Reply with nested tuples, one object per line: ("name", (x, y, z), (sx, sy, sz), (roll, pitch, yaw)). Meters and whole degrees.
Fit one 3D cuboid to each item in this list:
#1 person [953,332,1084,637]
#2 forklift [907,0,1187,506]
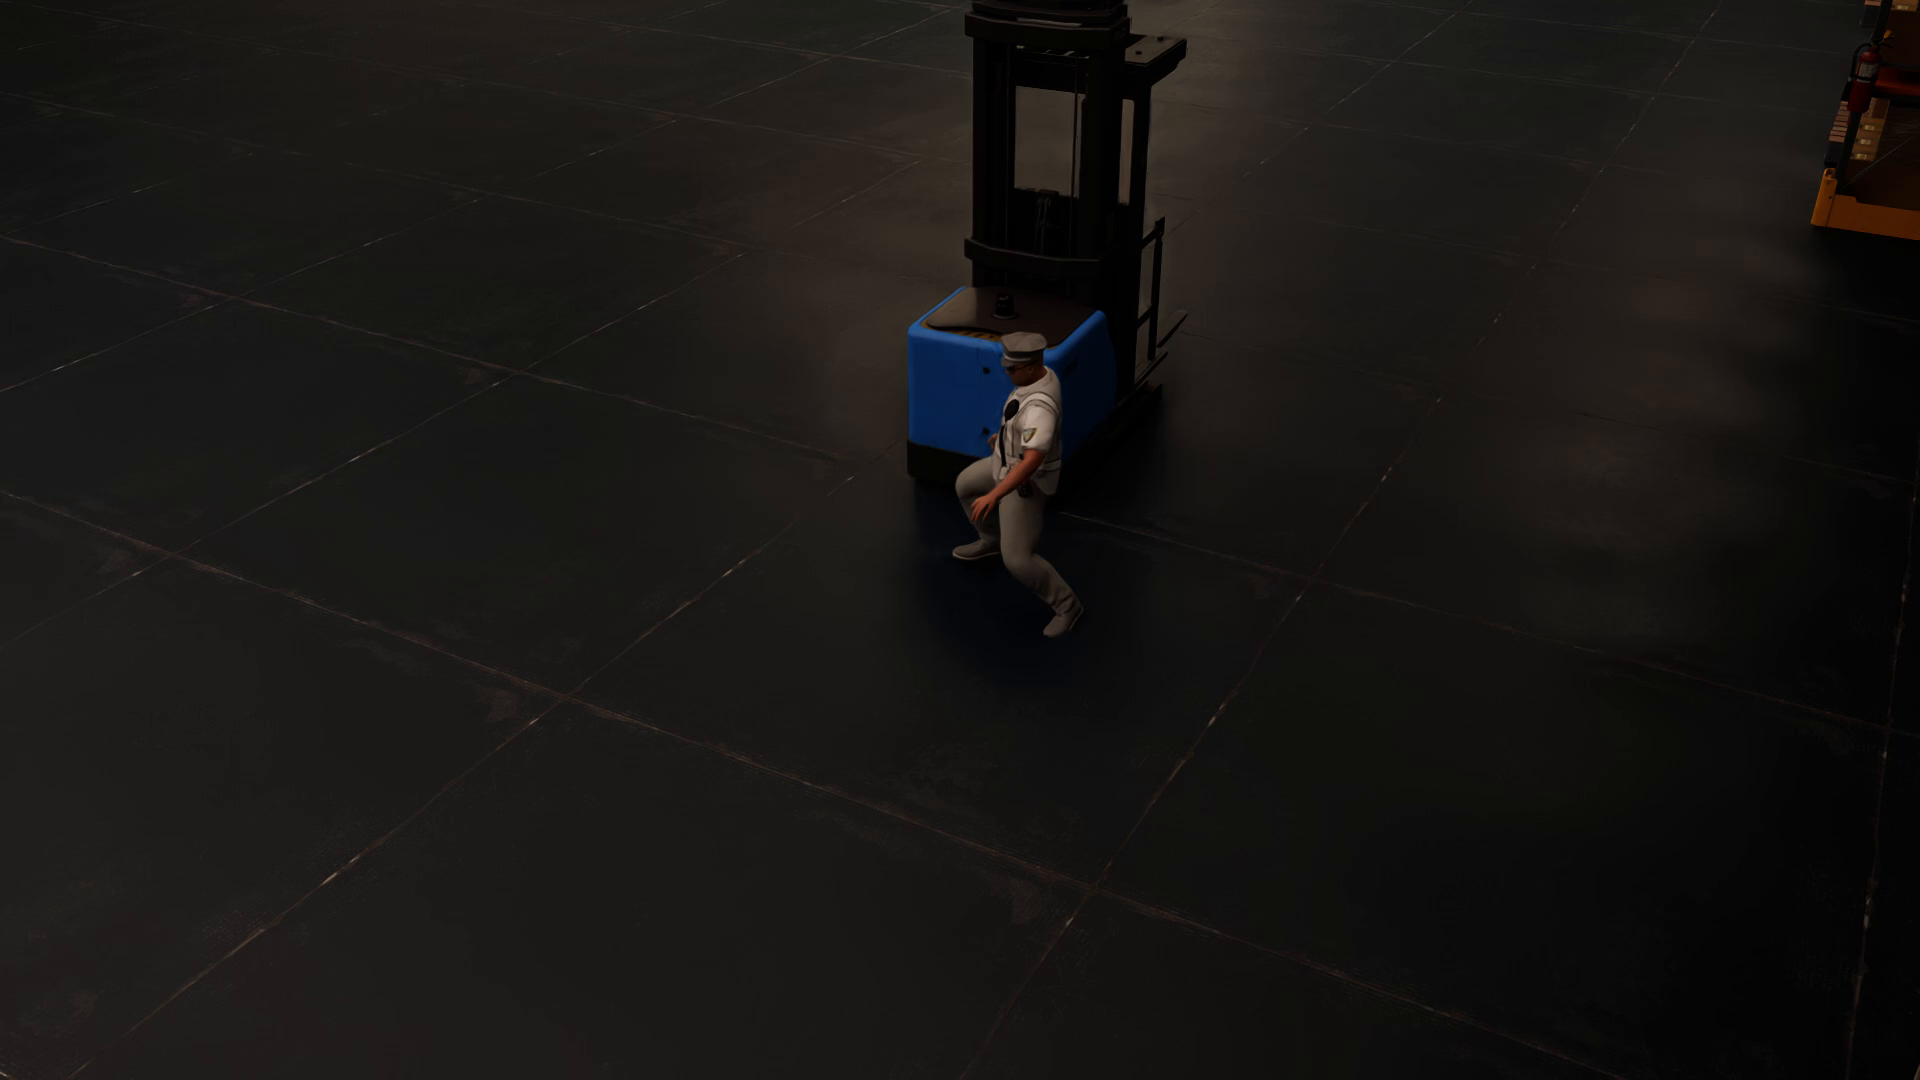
("person", (0.322, -0.352, 9.050), (0.722, 1.627, 0.972), (0, 30, -1))
("forklift", (0.757, -2.192, 10.869), (1.130, 2.935, 3.031), (14, 33, 22))
